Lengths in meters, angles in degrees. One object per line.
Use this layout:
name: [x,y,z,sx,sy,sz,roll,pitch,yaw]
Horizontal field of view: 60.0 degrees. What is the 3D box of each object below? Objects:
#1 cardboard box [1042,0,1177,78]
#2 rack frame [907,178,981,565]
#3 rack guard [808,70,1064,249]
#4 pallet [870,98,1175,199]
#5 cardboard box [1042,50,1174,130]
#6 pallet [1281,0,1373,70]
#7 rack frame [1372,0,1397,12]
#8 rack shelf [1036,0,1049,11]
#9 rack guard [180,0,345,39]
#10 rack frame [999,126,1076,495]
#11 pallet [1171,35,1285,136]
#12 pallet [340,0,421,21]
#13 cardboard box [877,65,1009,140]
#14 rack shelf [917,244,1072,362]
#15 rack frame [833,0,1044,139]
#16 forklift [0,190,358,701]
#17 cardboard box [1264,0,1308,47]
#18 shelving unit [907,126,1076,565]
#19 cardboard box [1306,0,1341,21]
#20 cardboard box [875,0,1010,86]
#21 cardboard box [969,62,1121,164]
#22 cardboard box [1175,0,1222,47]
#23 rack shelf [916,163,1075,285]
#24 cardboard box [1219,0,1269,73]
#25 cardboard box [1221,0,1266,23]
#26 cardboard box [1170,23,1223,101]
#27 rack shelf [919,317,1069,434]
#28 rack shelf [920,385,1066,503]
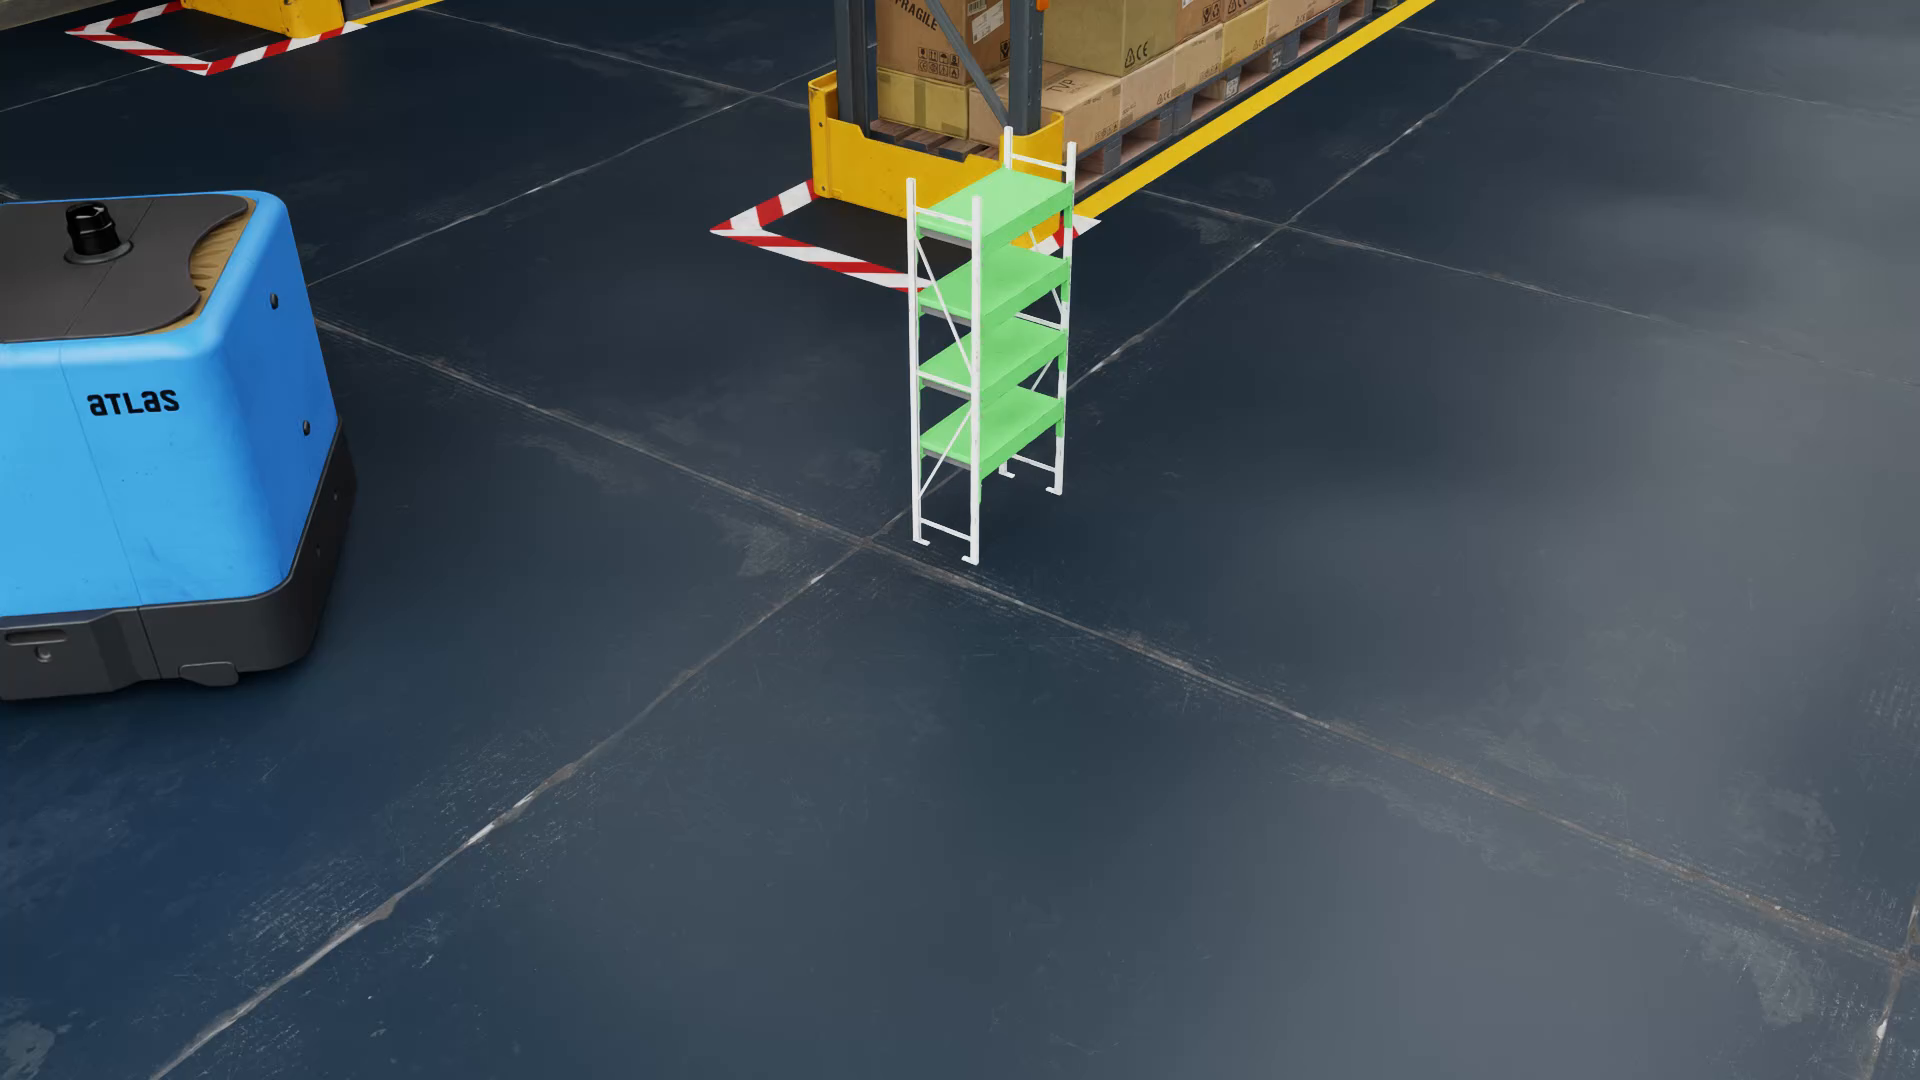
cardboard box: [0.668,-2.488,7.661,0.500,0.500,0.500,21,39,28]
rack frame: [-0.045,-0.461,4.860,0.240,1.200,0.015,21,39,28]
rack guard: [-0.117,-1.689,7.301,1.175,0.500,0.348,21,39,28]
pallet: [0.298,-1.946,7.939,1.003,0.211,1.213,21,39,28]
cardboard box: [0.667,-2.177,7.872,0.500,0.250,0.500,21,39,28]
pallet: [1.689,-3.069,9.599,1.003,0.211,1.213,21,39,28]
rack frame: [2.177,-4.576,9.339,1.000,3.000,0.127,21,39,28]
rack shelf: [1.037,-3.358,8.180,1.077,0.370,4.000,21,39,28]
rack guard: [-4.132,-3.316,9.707,1.175,0.500,0.348,21,39,28]
rack frame: [0.234,-0.685,5.193,0.240,1.200,0.015,21,39,28]
pallet: [0.994,-2.505,8.765,1.003,0.211,1.213,21,39,28]
pallet: [-3.640,-3.558,10.324,1.003,0.211,1.213,21,39,28]
cardboard box: [-0.041,-2.112,7.775,0.500,0.250,0.500,21,39,28]
rack shelf: [0.094,-0.719,4.928,0.258,0.148,0.480,21,39,28]
rack frame: [-0.104,-2.735,6.617,1.000,3.000,0.127,21,39,28]
forklift: [-3.386,-0.972,4.071,3.031,2.935,1.130,-5,34,-7]
cardboard box: [1.526,-2.866,8.890,0.500,0.250,0.500,21,39,28]
shelving unit: [0.094,-0.573,5.027,0.258,1.200,0.503,21,39,28]
cardboard box: [1.799,-3.101,9.238,0.500,0.250,0.500,21,39,28]
cardboard box: [-0.042,-2.423,7.565,0.500,0.500,0.500,21,39,28]
cardboard box: [0.385,-1.946,7.530,0.500,0.250,0.500,21,39,28]
cardboard box: [0.943,-2.722,8.007,0.500,0.500,0.500,21,39,28]
rack shelf: [0.094,-0.918,4.793,0.258,0.148,0.480,21,39,28]
cardboard box: [1.242,-2.636,8.550,0.500,0.250,0.500,21,39,28]
cardboard box: [1.242,-2.946,8.339,0.500,0.500,0.500,21,39,28]
cardboard box: [0.952,-2.407,8.212,0.500,0.250,0.500,21,39,28]
rack shelf: [0.094,-0.520,5.062,0.258,0.148,0.480,21,39,28]
rack shelf: [0.094,-0.321,5.197,0.258,0.148,0.480,21,39,28]
